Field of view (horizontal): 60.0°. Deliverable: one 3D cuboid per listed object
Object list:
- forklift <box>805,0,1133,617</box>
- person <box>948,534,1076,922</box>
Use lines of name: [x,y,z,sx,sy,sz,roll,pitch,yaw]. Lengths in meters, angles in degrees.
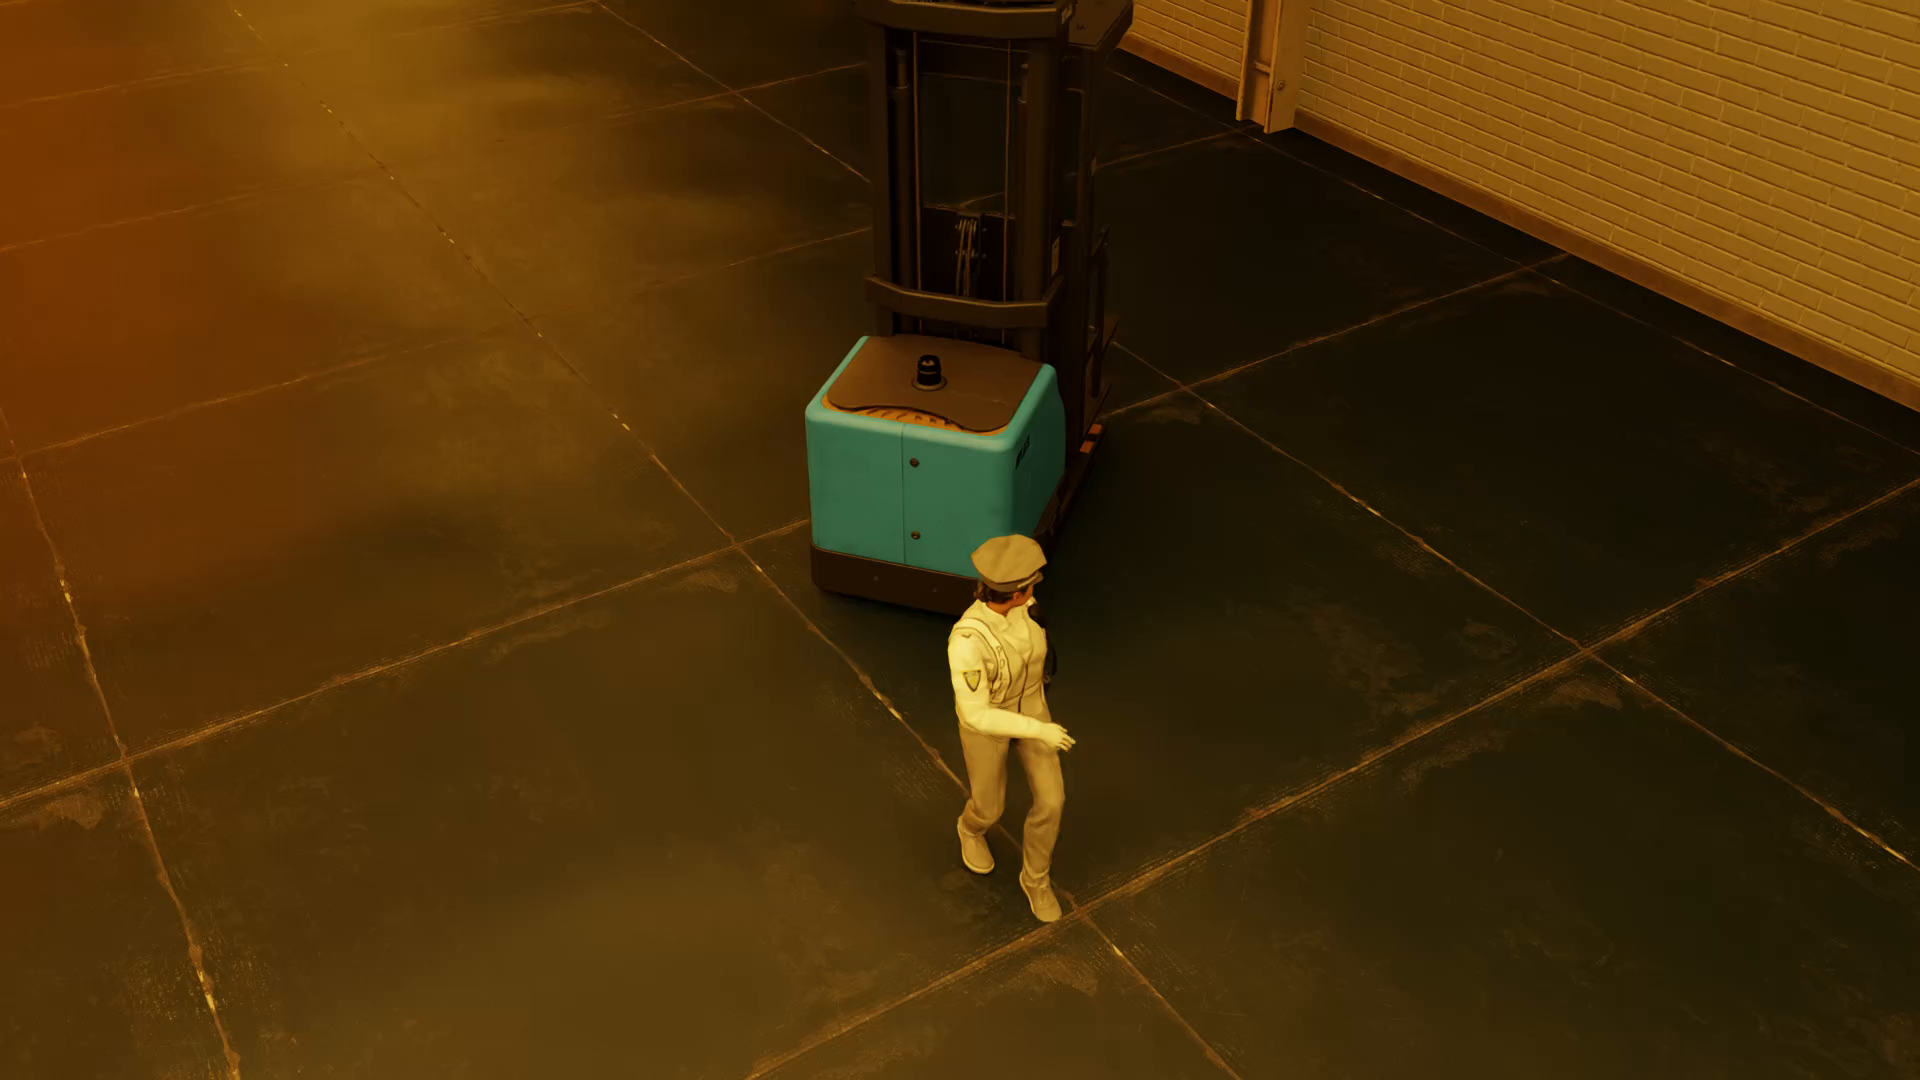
forklift: [0.199,-1.647,8.492,1.130,2.935,3.031,11,36,15]
person: [0.168,0.700,6.360,0.549,1.664,0.784,-19,39,-25]
